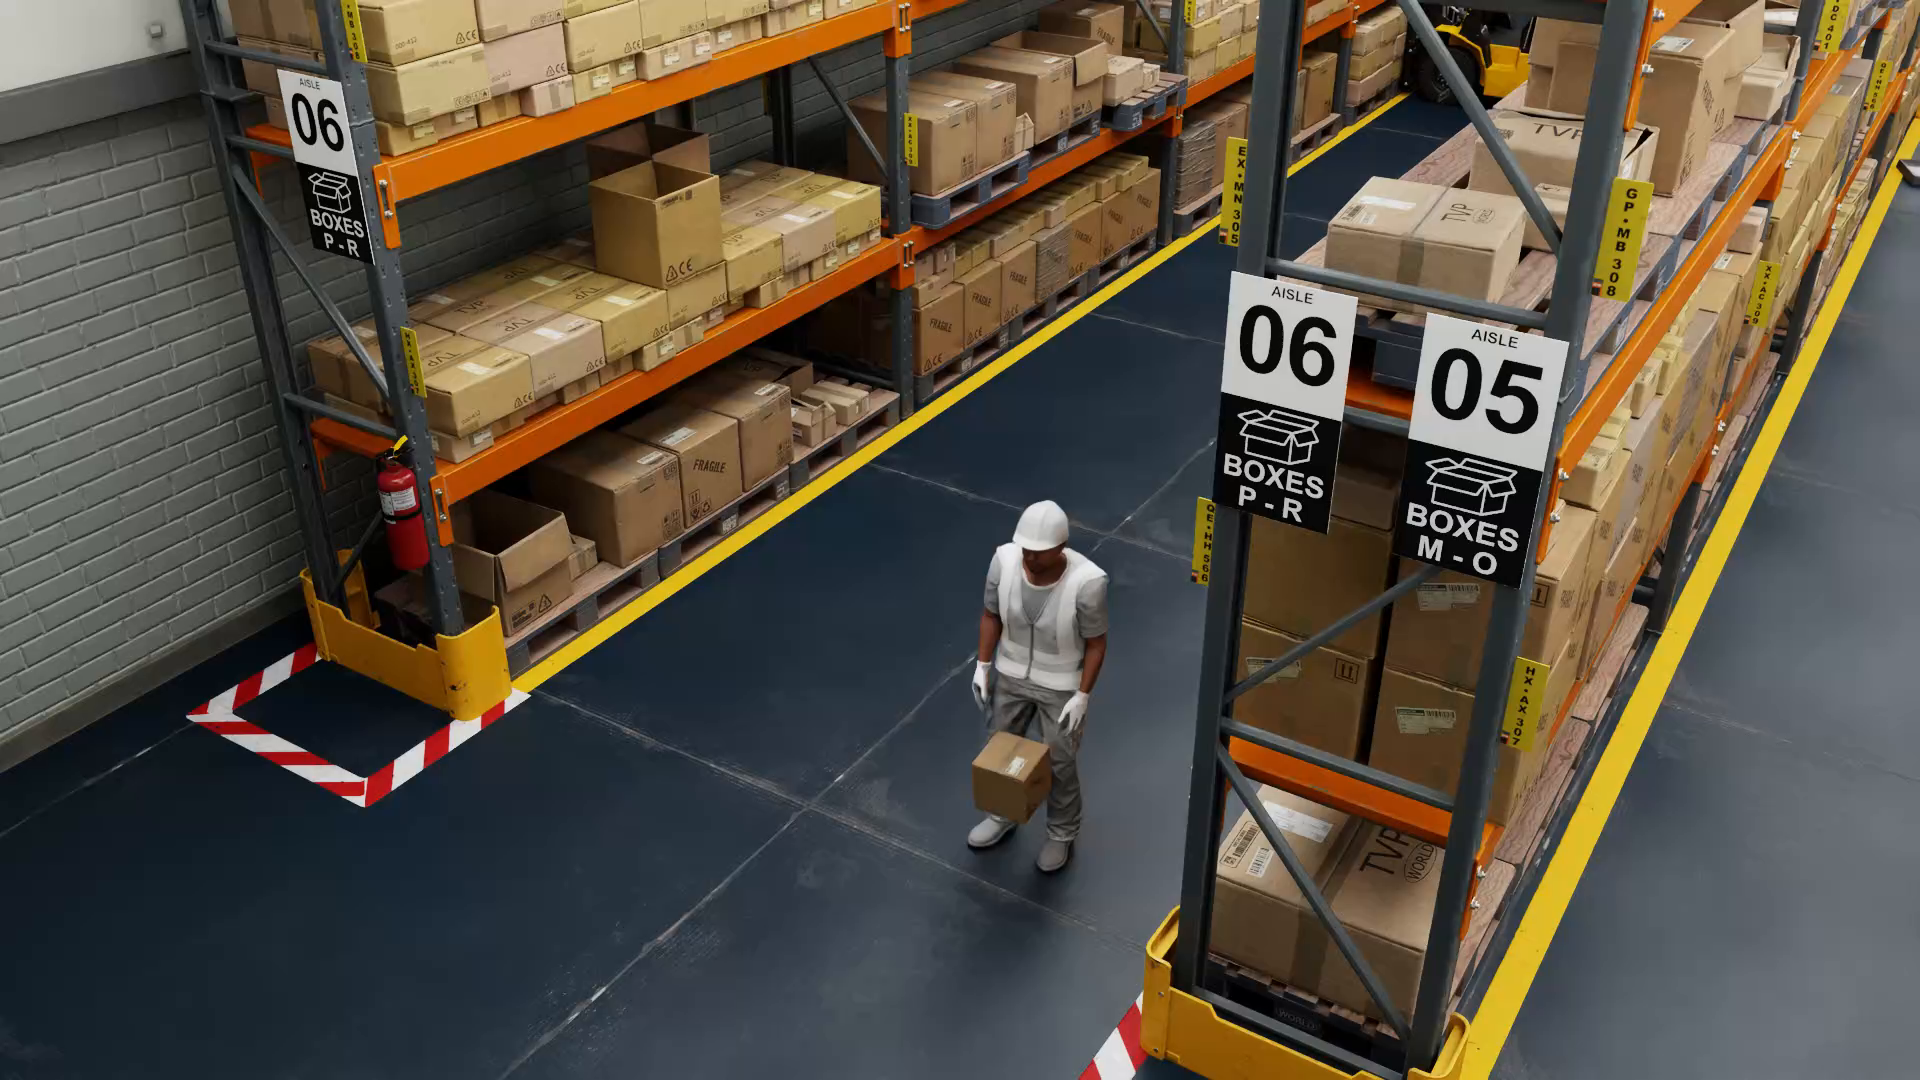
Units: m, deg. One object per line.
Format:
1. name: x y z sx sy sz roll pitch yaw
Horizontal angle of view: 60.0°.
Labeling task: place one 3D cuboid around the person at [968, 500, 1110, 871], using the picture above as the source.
1. person: 0.345 0.602 7.139 0.575 1.781 0.410 15 34 24
